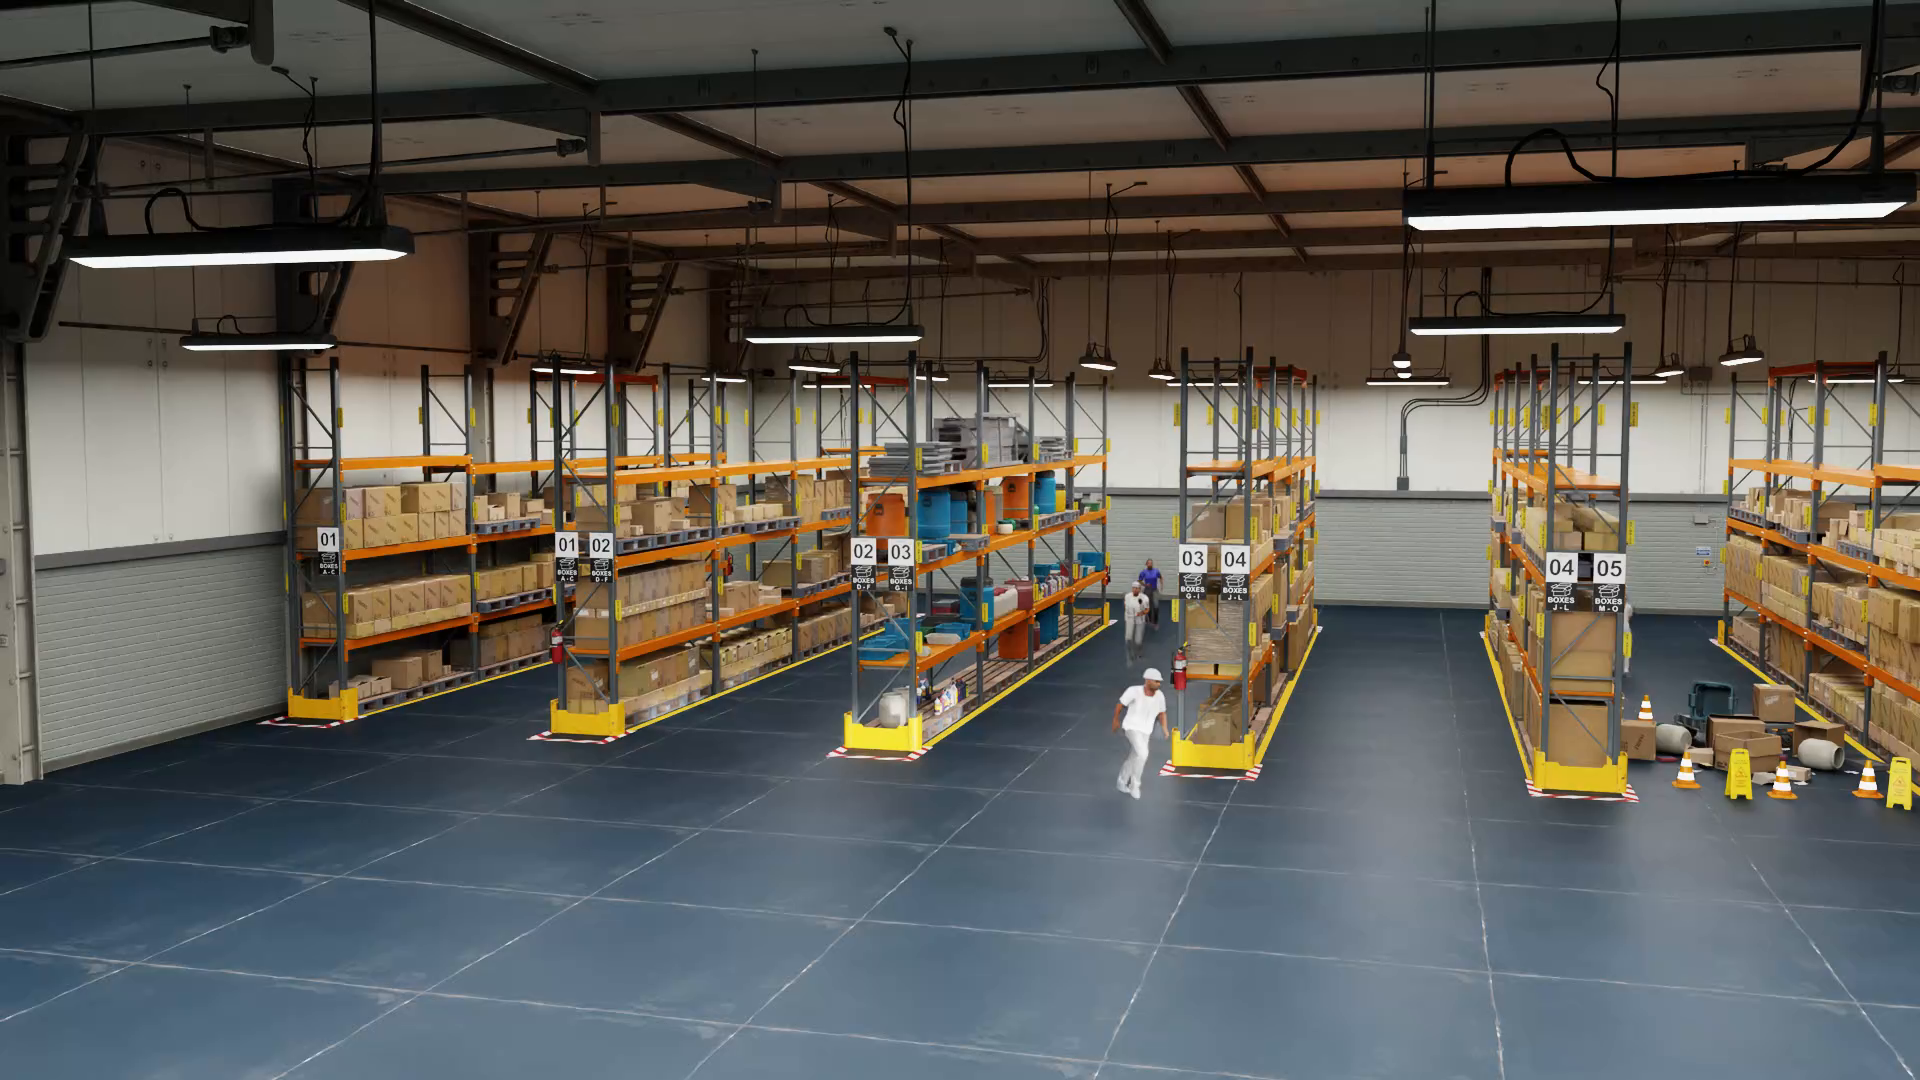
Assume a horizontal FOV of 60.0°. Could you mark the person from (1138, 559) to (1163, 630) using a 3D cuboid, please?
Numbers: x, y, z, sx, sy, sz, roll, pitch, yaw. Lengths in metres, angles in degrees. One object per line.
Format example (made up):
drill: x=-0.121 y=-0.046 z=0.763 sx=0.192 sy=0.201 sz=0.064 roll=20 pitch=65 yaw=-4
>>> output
person: x=4.520 y=1.300 z=39.489 sx=0.614 sy=1.716 sz=0.631 roll=0 pitch=4 yaw=-1

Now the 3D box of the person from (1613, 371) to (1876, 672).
person: x=14.275 y=-0.168 z=30.825 sx=3.583 sy=5.793 sz=3.810 roll=1 pitch=4 yaw=9

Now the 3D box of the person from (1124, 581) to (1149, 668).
person: x=3.432 y=1.633 z=32.362 sx=0.505 sy=1.685 sz=0.800 roll=1 pitch=4 yaw=9

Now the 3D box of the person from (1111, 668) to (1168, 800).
person: x=2.412 y=2.526 z=22.058 sx=0.614 sy=1.701 sz=0.777 roll=-3 pitch=5 yaw=-33
